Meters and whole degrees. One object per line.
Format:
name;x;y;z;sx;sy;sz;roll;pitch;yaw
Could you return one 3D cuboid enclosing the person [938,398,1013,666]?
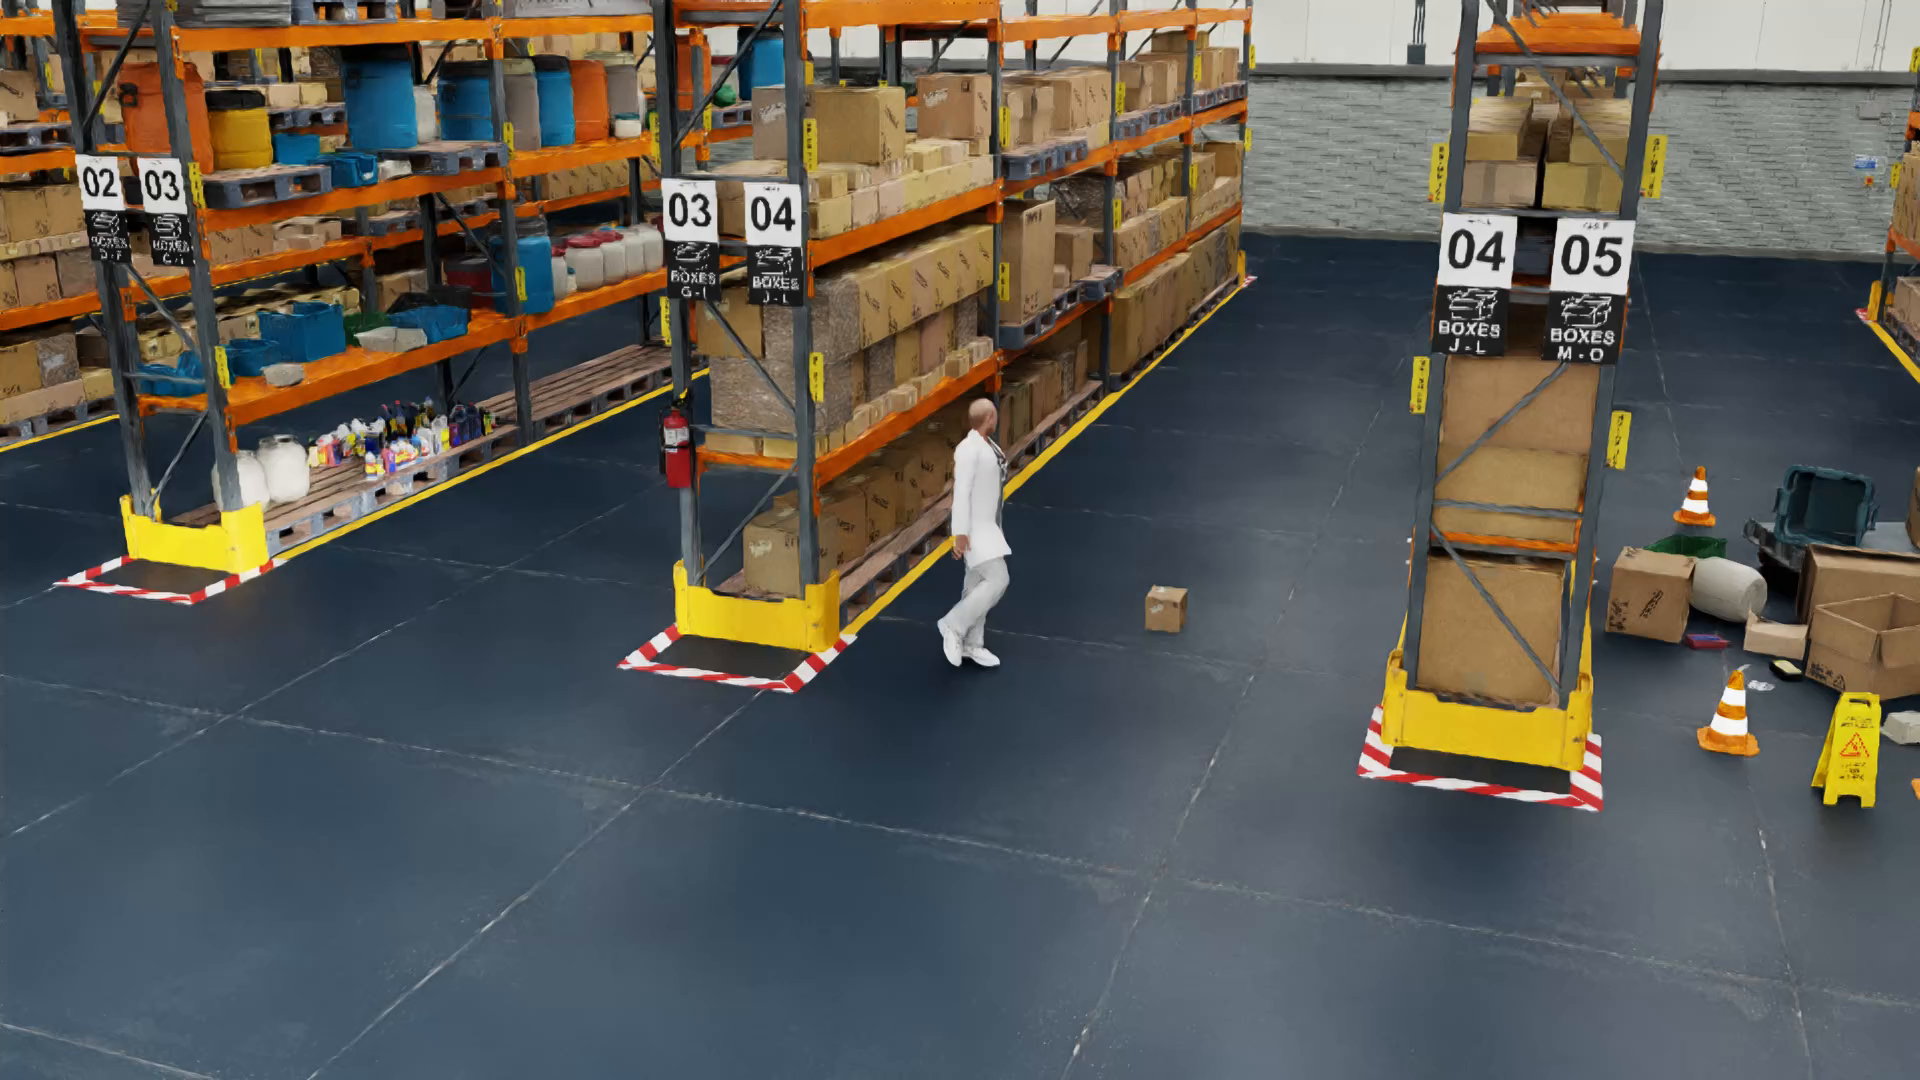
person;0.144;-0.046;11.188;0.490;1.770;0.765;6;19;17
